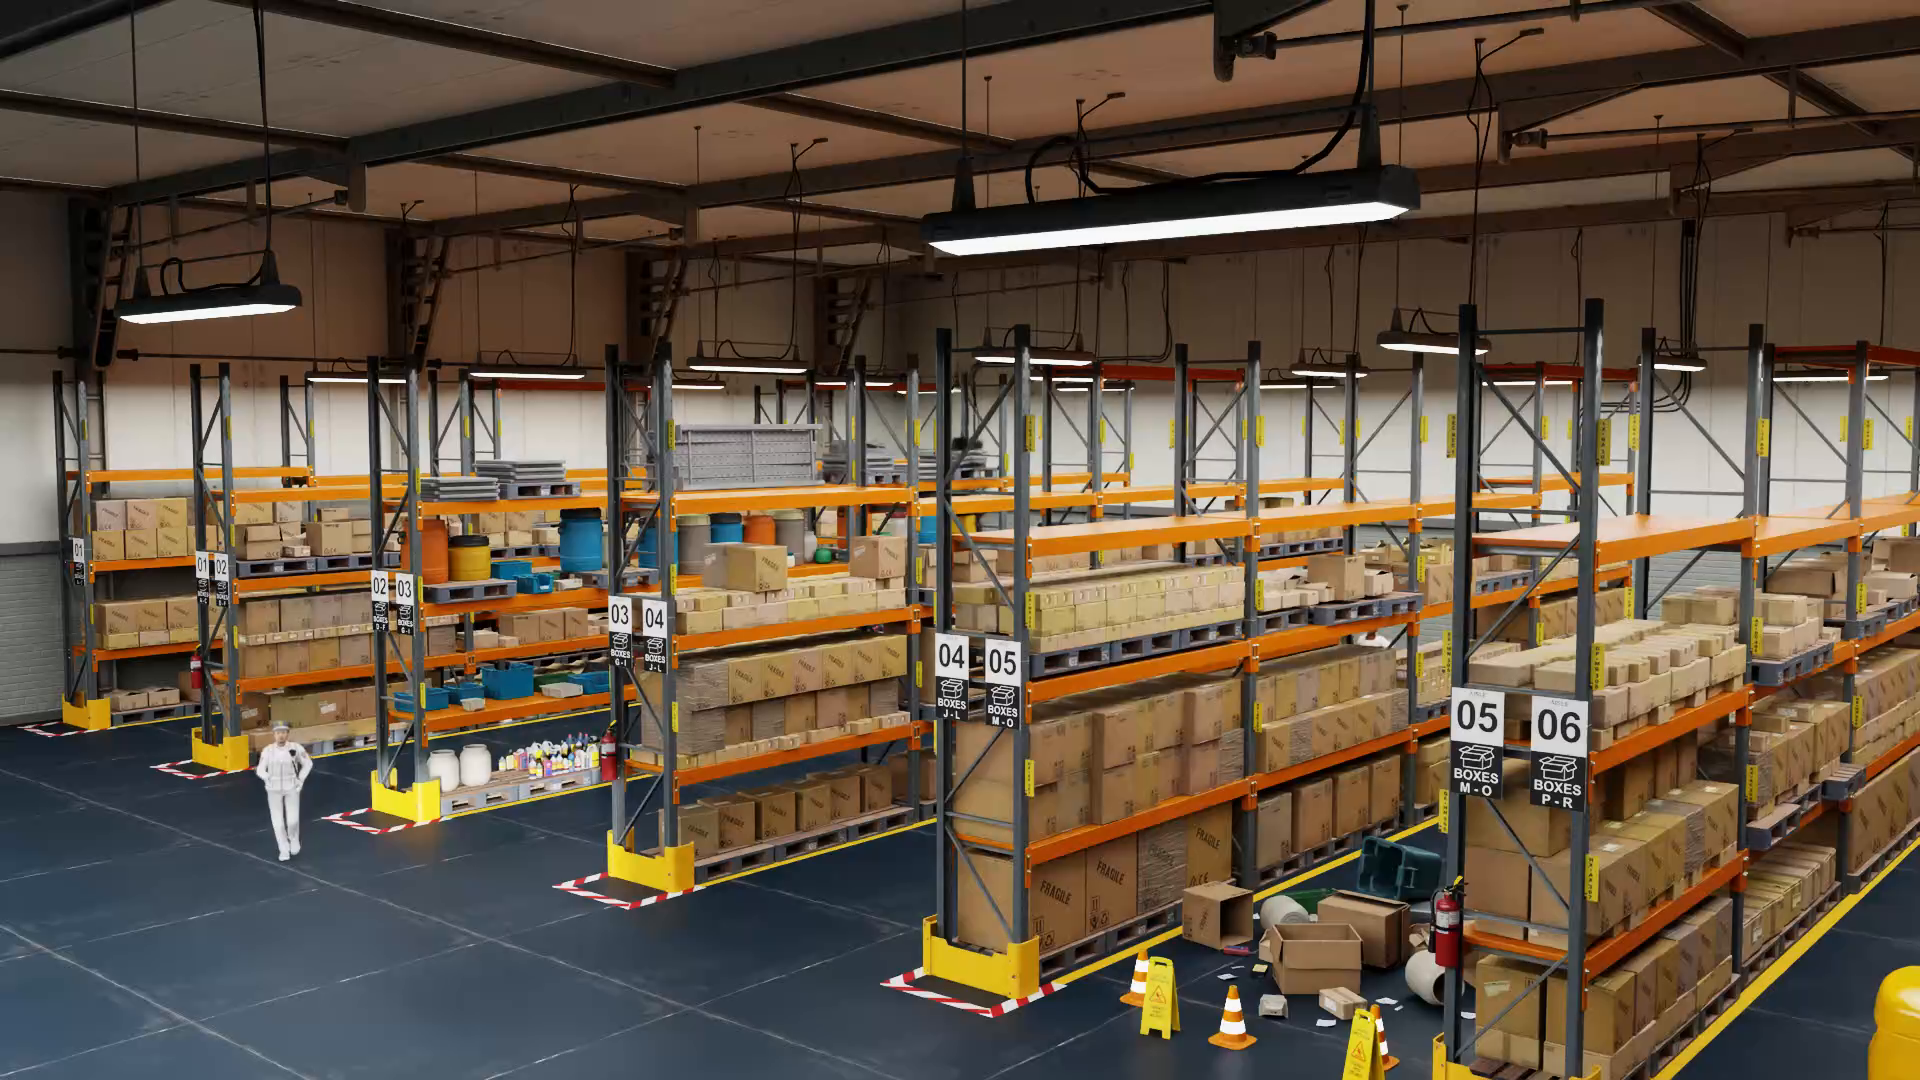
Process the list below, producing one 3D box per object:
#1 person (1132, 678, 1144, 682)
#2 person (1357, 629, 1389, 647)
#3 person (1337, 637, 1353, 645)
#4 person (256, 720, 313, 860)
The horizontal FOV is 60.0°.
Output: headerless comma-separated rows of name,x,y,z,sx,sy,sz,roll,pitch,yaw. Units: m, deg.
person,2.465,2.695,22.545,0.617,1.741,1.118,2,5,30
person,6.940,2.219,28.123,0.695,1.765,0.929,3,5,35
person,6.380,2.386,27.472,0.576,1.674,0.828,3,5,36
person,-7.901,2.928,19.434,0.604,1.654,0.545,-1,4,-16
